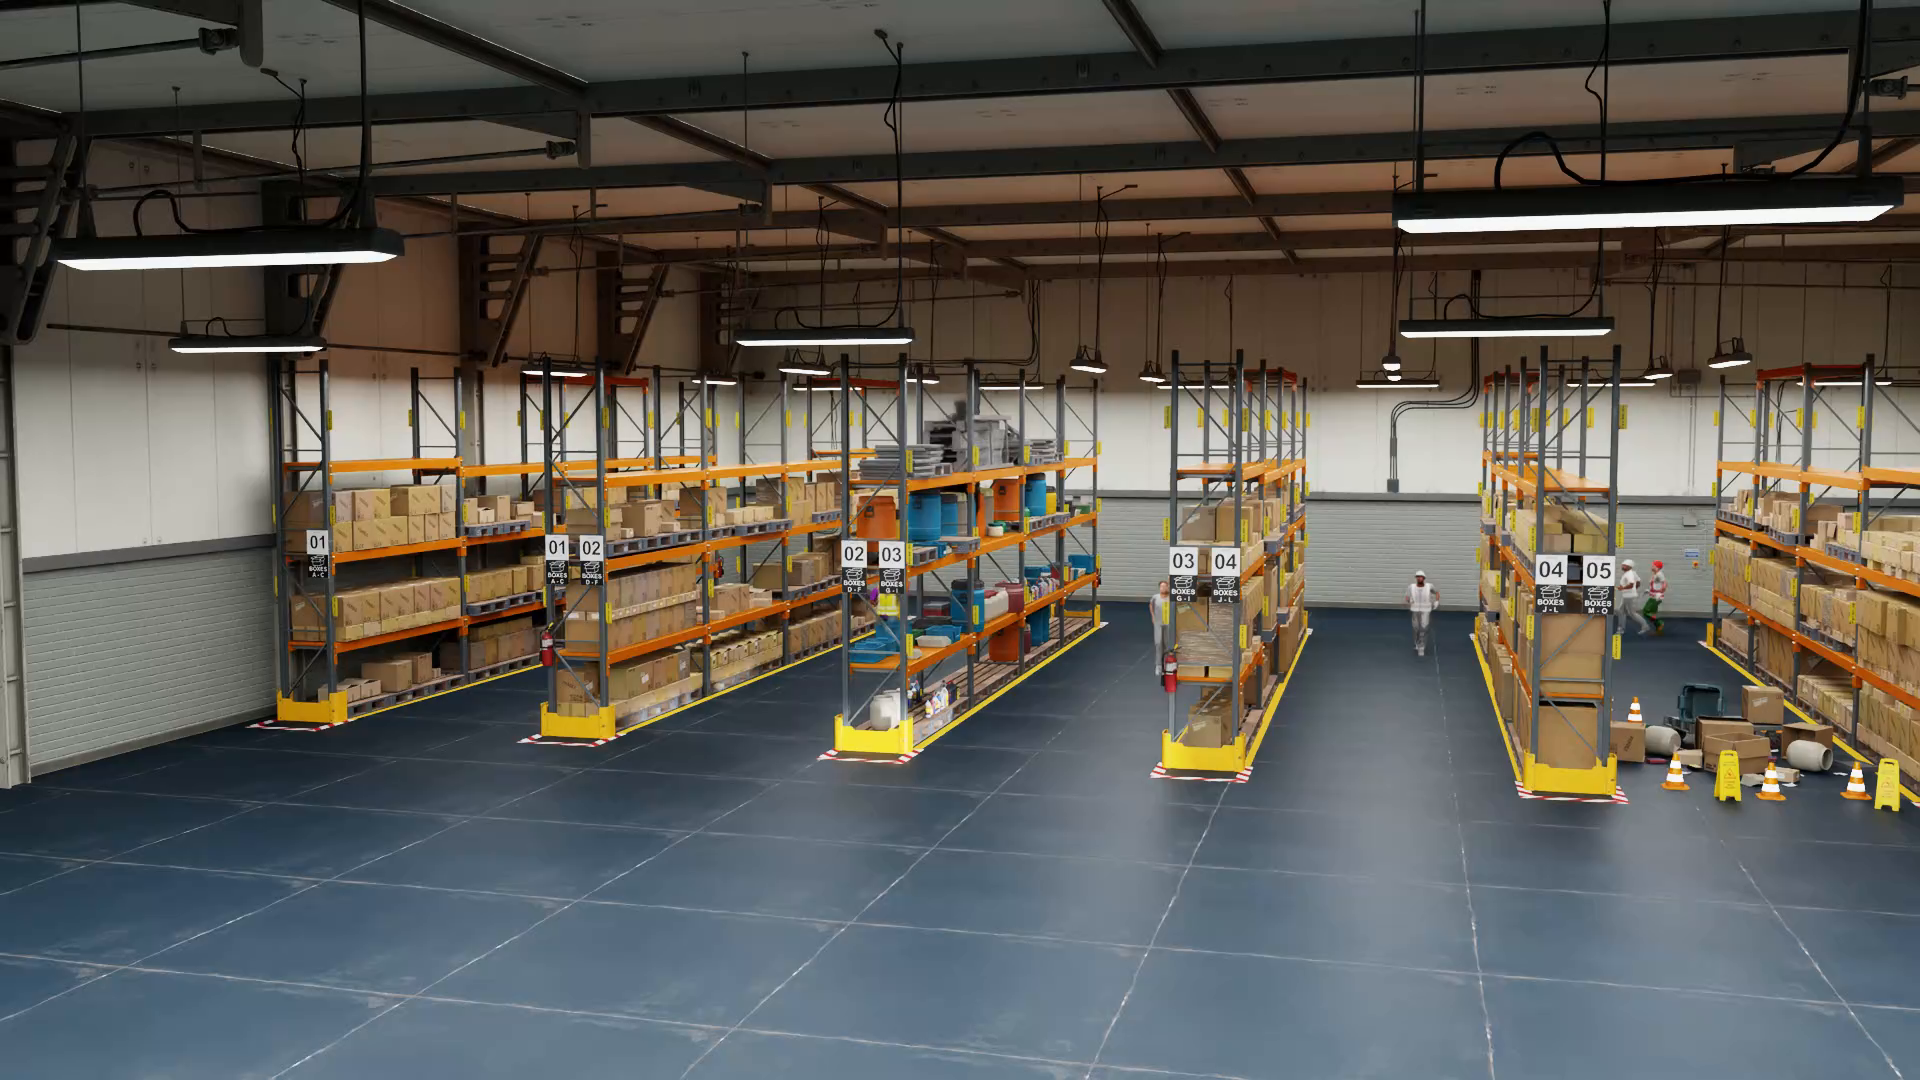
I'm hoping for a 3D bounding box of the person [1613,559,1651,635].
[{"bbox_3d":[15.544,1.358,38.457,0.830,1.813,0.688,1,4,20],"label":"person"}]

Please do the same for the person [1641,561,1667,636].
[{"bbox_3d":[16.115,1.348,38.631,0.528,1.744,0.689,1,4,18],"label":"person"}]

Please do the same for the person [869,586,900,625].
[{"bbox_3d":[-1.430,1.504,32.408,0.712,1.798,0.896,1,4,8],"label":"person"}]

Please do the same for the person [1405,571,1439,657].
[{"bbox_3d":[9.876,1.562,35.614,0.687,1.811,0.897,2,5,24],"label":"person"}]

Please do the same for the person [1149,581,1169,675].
[{"bbox_3d":[3.829,1.638,31.374,0.555,1.756,0.662,1,4,14],"label":"person"}]
